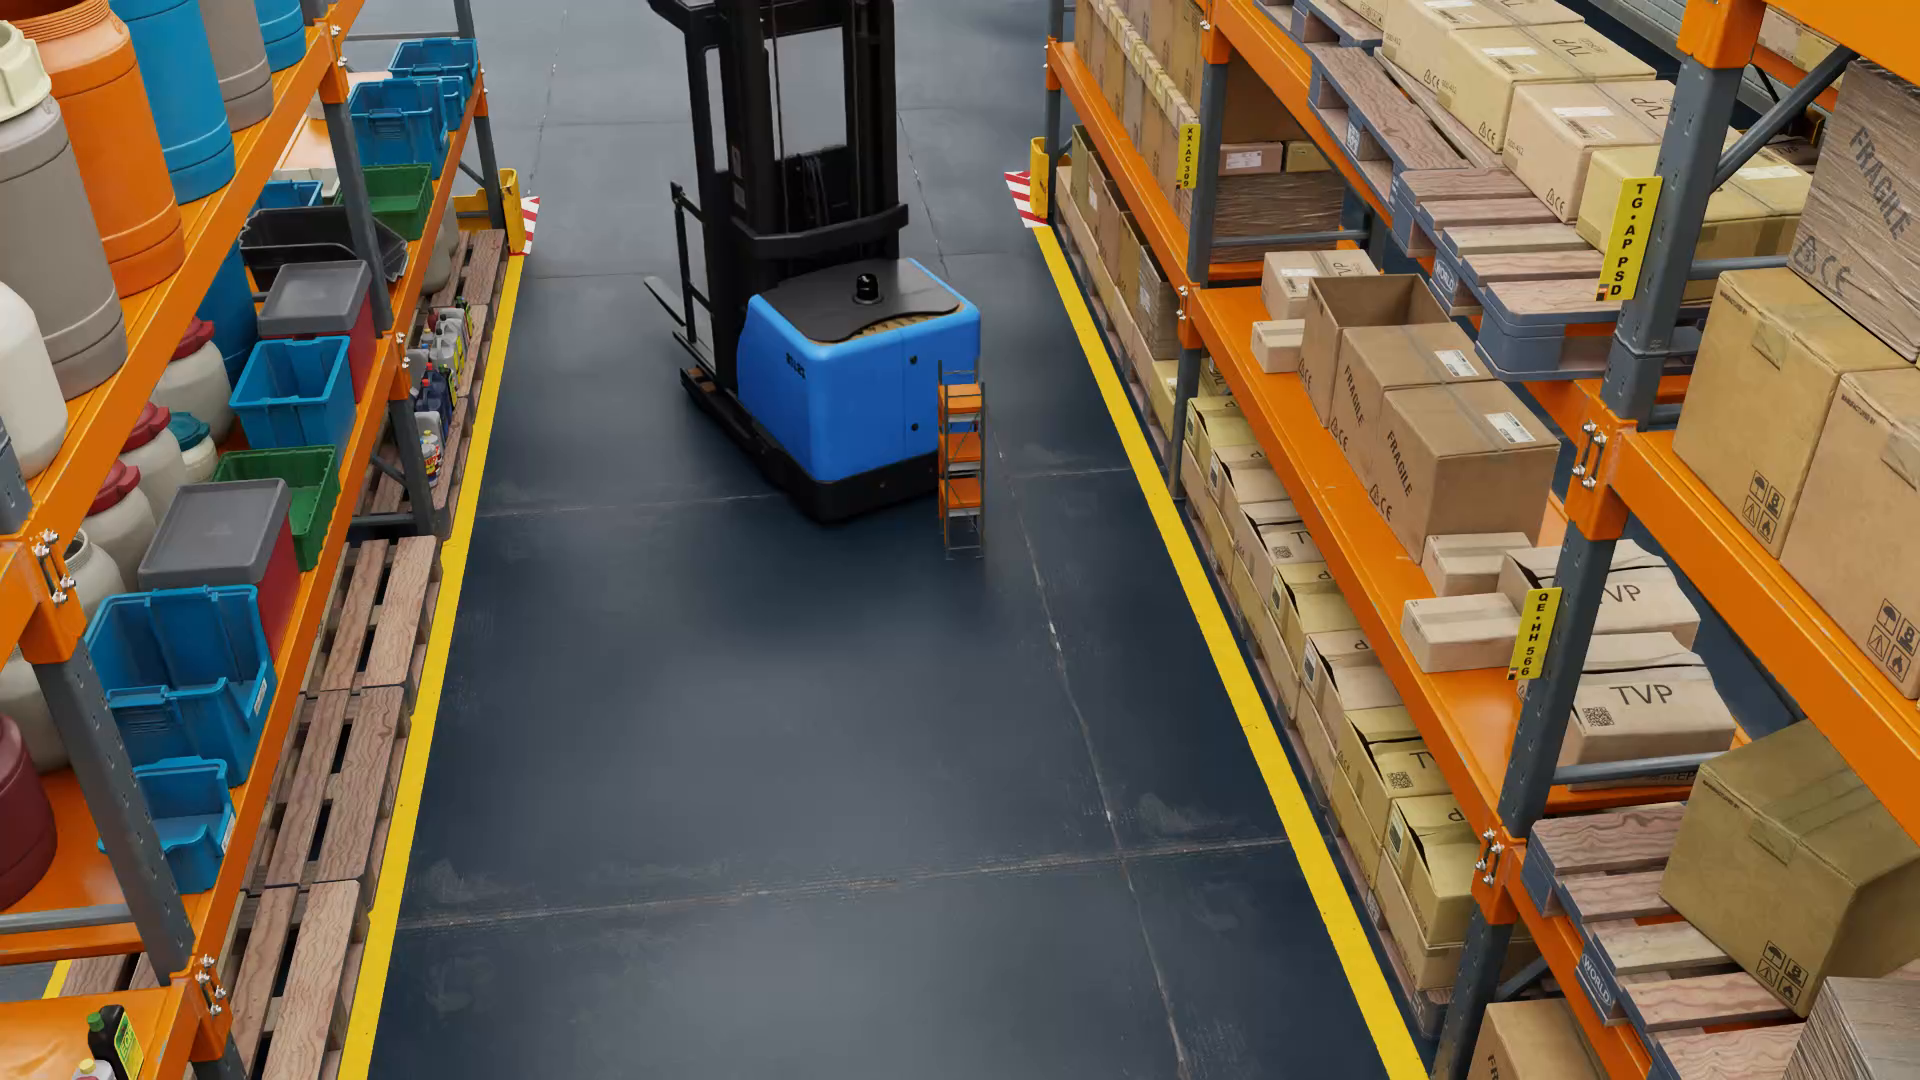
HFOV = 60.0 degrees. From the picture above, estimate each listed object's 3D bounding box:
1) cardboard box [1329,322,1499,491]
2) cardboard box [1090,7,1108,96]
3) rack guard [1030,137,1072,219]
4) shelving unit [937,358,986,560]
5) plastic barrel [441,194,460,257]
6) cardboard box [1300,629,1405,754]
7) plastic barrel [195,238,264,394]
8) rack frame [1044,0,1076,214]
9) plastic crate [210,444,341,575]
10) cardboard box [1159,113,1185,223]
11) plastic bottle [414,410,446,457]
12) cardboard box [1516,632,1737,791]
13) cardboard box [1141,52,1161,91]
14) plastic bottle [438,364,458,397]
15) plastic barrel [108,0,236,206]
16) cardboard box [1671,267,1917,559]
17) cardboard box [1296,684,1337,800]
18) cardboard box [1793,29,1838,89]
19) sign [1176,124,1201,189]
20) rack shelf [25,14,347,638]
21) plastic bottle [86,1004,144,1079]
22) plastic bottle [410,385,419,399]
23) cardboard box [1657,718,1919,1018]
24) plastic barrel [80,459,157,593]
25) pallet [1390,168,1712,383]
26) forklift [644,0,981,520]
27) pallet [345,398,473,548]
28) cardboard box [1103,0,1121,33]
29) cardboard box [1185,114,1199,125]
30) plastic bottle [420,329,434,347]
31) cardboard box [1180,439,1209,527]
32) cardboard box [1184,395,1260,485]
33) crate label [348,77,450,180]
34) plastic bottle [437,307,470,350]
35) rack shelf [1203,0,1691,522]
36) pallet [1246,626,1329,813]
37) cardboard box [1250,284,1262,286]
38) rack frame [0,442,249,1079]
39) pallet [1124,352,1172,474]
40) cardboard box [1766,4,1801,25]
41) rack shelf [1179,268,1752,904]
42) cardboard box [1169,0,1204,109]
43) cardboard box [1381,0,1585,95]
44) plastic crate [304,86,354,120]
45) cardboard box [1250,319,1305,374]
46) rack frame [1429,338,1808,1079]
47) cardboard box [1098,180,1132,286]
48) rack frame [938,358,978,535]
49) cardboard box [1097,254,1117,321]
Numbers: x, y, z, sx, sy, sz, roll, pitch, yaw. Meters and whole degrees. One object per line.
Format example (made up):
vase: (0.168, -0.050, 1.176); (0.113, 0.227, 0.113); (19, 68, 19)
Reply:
cardboard box: (1.889, -0.563, 6.952); (0.500, 0.500, 0.500); (-4, 35, -6)
cardboard box: (1.252, -3.244, 10.886); (0.700, 0.500, 0.500); (-4, 34, -5)
rack guard: (1.123, -2.737, 12.451); (1.175, 0.500, 0.348); (-4, 35, -6)
shelving unit: (0.007, -0.404, 8.539); (0.215, 1.050, 0.252); (-4, 35, -6)
plastic barrel: (-3.619, -2.168, 11.232); (0.421, 0.512, 0.421); (0, 34, 0)
cardboard box: (1.746, 0.593, 6.915); (0.500, 0.311, 0.500); (-5, 35, -7)
plastic barrel: (-3.493, -1.120, 7.414); (0.600, 0.901, 0.708); (-4, 35, -6)
rack frame: (1.126, -3.757, 11.728); (1.000, 3.000, 0.127); (-4, 35, -6)
plastic crate: (-2.731, -0.113, 6.570); (0.450, 0.188, 0.662); (-4, 35, -6)
cardboard box: (1.521, -2.107, 9.218); (0.700, 0.500, 0.500); (-5, 35, -7)
plastic bottle: (-2.924, -0.597, 9.119); (0.152, 0.276, 0.135); (-3, 34, -5)
cardboard box: (2.196, 0.538, 5.505); (0.500, 0.311, 0.500); (-2, 34, -3)
cardboard box: (1.246, -2.678, 9.480); (0.380, 0.149, 0.250); (-3, 34, -5)
plastic bottle: (-2.982, -0.924, 9.665); (0.097, 0.201, 0.097); (0, 34, 0)
plastic barrel: (-2.785, -1.601, 5.455); (0.600, 0.901, 0.708); (-4, 35, -6)
cardboard box: (2.294, -0.332, 3.950); (0.910, 0.500, 0.500); (-4, 35, -6)
cardboard box: (1.752, 0.827, 7.070); (0.500, 0.250, 0.500); (-4, 34, -5)
cardboard box: (5.932, -3.210, 11.041); (0.500, 0.250, 0.500); (-5, 35, -7)
sign: (1.114, -1.872, 8.123); (0.100, 0.325, 0.005); (-4, 35, -6)
rack shelf: (-2.976, -0.978, 5.625); (1.077, 0.370, 4.000); (-4, 35, -6)
plastic bottle: (-2.230, 1.322, 4.378); (0.061, 0.283, 0.133); (-4, 35, -6)
plastic bottle: (-3.081, -0.759, 9.362); (0.097, 0.271, 0.097); (0, 34, 0)
cardboard box: (2.398, 0.836, 4.527); (0.700, 0.500, 0.500); (-16, 37, -22)
plastic barrel: (-3.177, -0.006, 6.104); (0.433, 0.535, 0.433); (0, 34, 0)
pallet: (2.022, -0.826, 4.931); (1.213, 0.211, 1.003); (-3, 34, -4)
forklift: (-1.048, -2.119, 9.386); (1.130, 2.935, 3.031); (-18, 38, -24)
pallet: (-3.294, -0.377, 9.245); (1.003, 0.211, 1.213); (-4, 35, -6)
cardboard box: (1.106, -3.255, 10.326); (0.380, 0.149, 0.250); (-5, 35, -8)
cardboard box: (1.384, -2.108, 8.643); (0.380, 0.149, 0.250); (-5, 35, -7)
plastic bottle: (-3.197, -1.177, 10.037); (0.097, 0.201, 0.097); (0, 34, 0)
cardboard box: (1.473, -0.318, 8.750); (0.500, 0.250, 0.500); (-5, 35, -8)
cardboard box: (1.473, -0.544, 8.584); (0.500, 0.311, 0.500); (-4, 35, -6)
crate label: (-3.267, -2.392, 9.693); (0.502, 0.435, 0.616); (-4, 35, -6)
plastic bottle: (-3.095, -1.306, 10.159); (0.152, 0.276, 0.135); (-4, 34, -6)
rack shelf: (1.933, -1.351, 6.172); (1.077, 0.370, 4.000); (-4, 35, -6)
pallet: (1.969, 0.718, 7.637); (1.003, 0.211, 1.213); (-4, 35, -6)
cardboard box: (1.912, -1.154, 9.312); (0.500, 0.500, 0.500); (-4, 35, -6)
rack frame: (-2.707, 1.081, 4.629); (1.000, 3.000, 0.127); (-4, 35, -6)
pallet: (1.599, -0.819, 9.893); (1.003, 0.211, 1.213); (-4, 35, -6)
cardboard box: (5.857, -3.824, 11.276); (0.500, 0.500, 0.500); (-4, 35, -6)
rack shelf: (1.933, -0.111, 7.017); (1.077, 0.370, 4.000); (-4, 35, -6)
cardboard box: (1.529, -2.631, 8.835); (0.700, 0.500, 0.500); (-4, 35, -6)
cardboard box: (1.860, -1.804, 5.959); (0.500, 0.250, 0.500); (-7, 35, -10)
plastic crate: (-3.981, -2.751, 10.486); (0.298, 0.136, 0.250); (-4, 35, -6)
cardboard box: (1.581, -0.911, 7.775); (0.380, 0.149, 0.250); (-4, 35, -6)
rack frame: (2.202, 0.708, 5.177); (1.000, 3.000, 0.127); (-4, 35, -6)
cardboard box: (1.177, -1.951, 10.480); (0.500, 0.500, 0.500); (-4, 35, -6)
rack frame: (-0.009, -0.472, 8.639); (0.200, 1.050, 0.008); (-4, 35, -6)
cardboard box: (1.178, -1.641, 10.691); (0.500, 0.250, 0.500); (-4, 35, -6)
